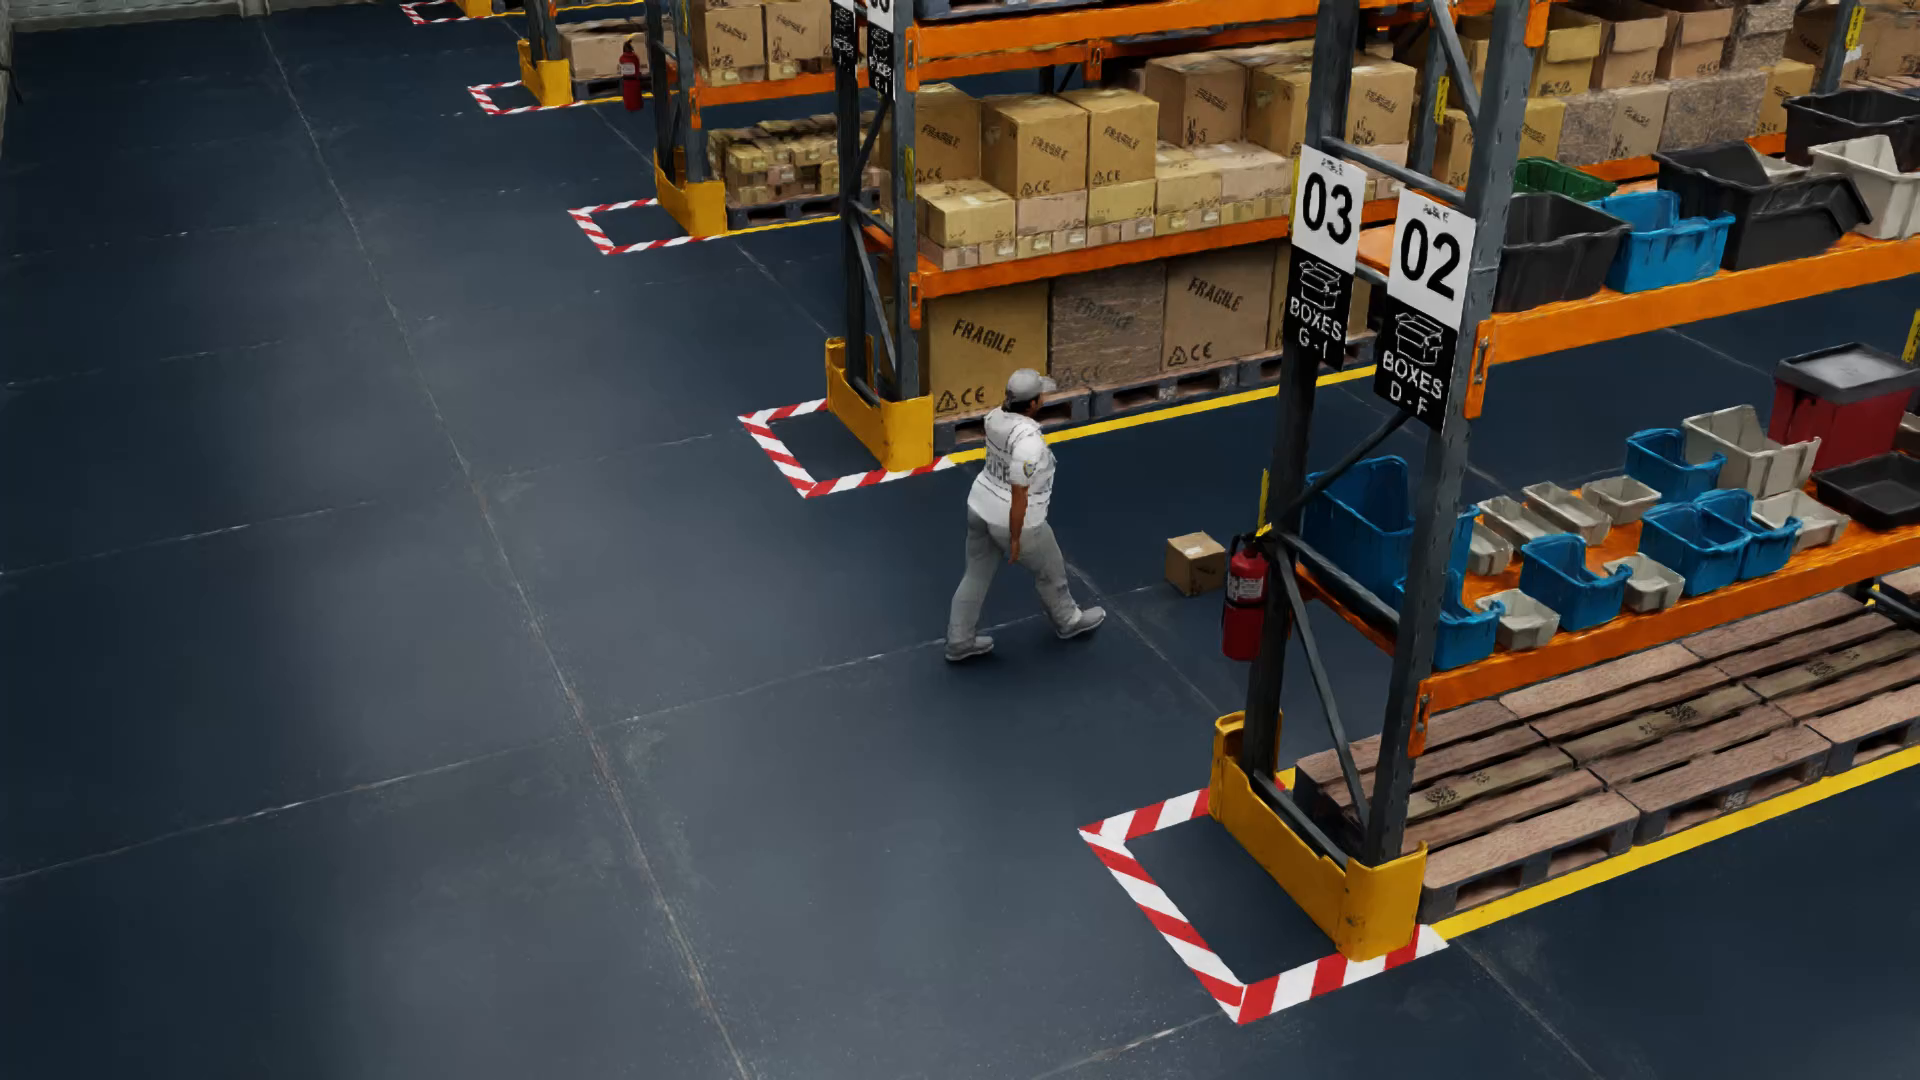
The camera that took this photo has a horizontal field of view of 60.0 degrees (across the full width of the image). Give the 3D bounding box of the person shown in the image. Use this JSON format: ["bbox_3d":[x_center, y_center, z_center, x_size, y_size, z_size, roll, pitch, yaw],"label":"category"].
[{"bbox_3d":[0.325,-0.168,8.740,0.928,1.606,0.497,-18,34,-29],"label":"person"}]
